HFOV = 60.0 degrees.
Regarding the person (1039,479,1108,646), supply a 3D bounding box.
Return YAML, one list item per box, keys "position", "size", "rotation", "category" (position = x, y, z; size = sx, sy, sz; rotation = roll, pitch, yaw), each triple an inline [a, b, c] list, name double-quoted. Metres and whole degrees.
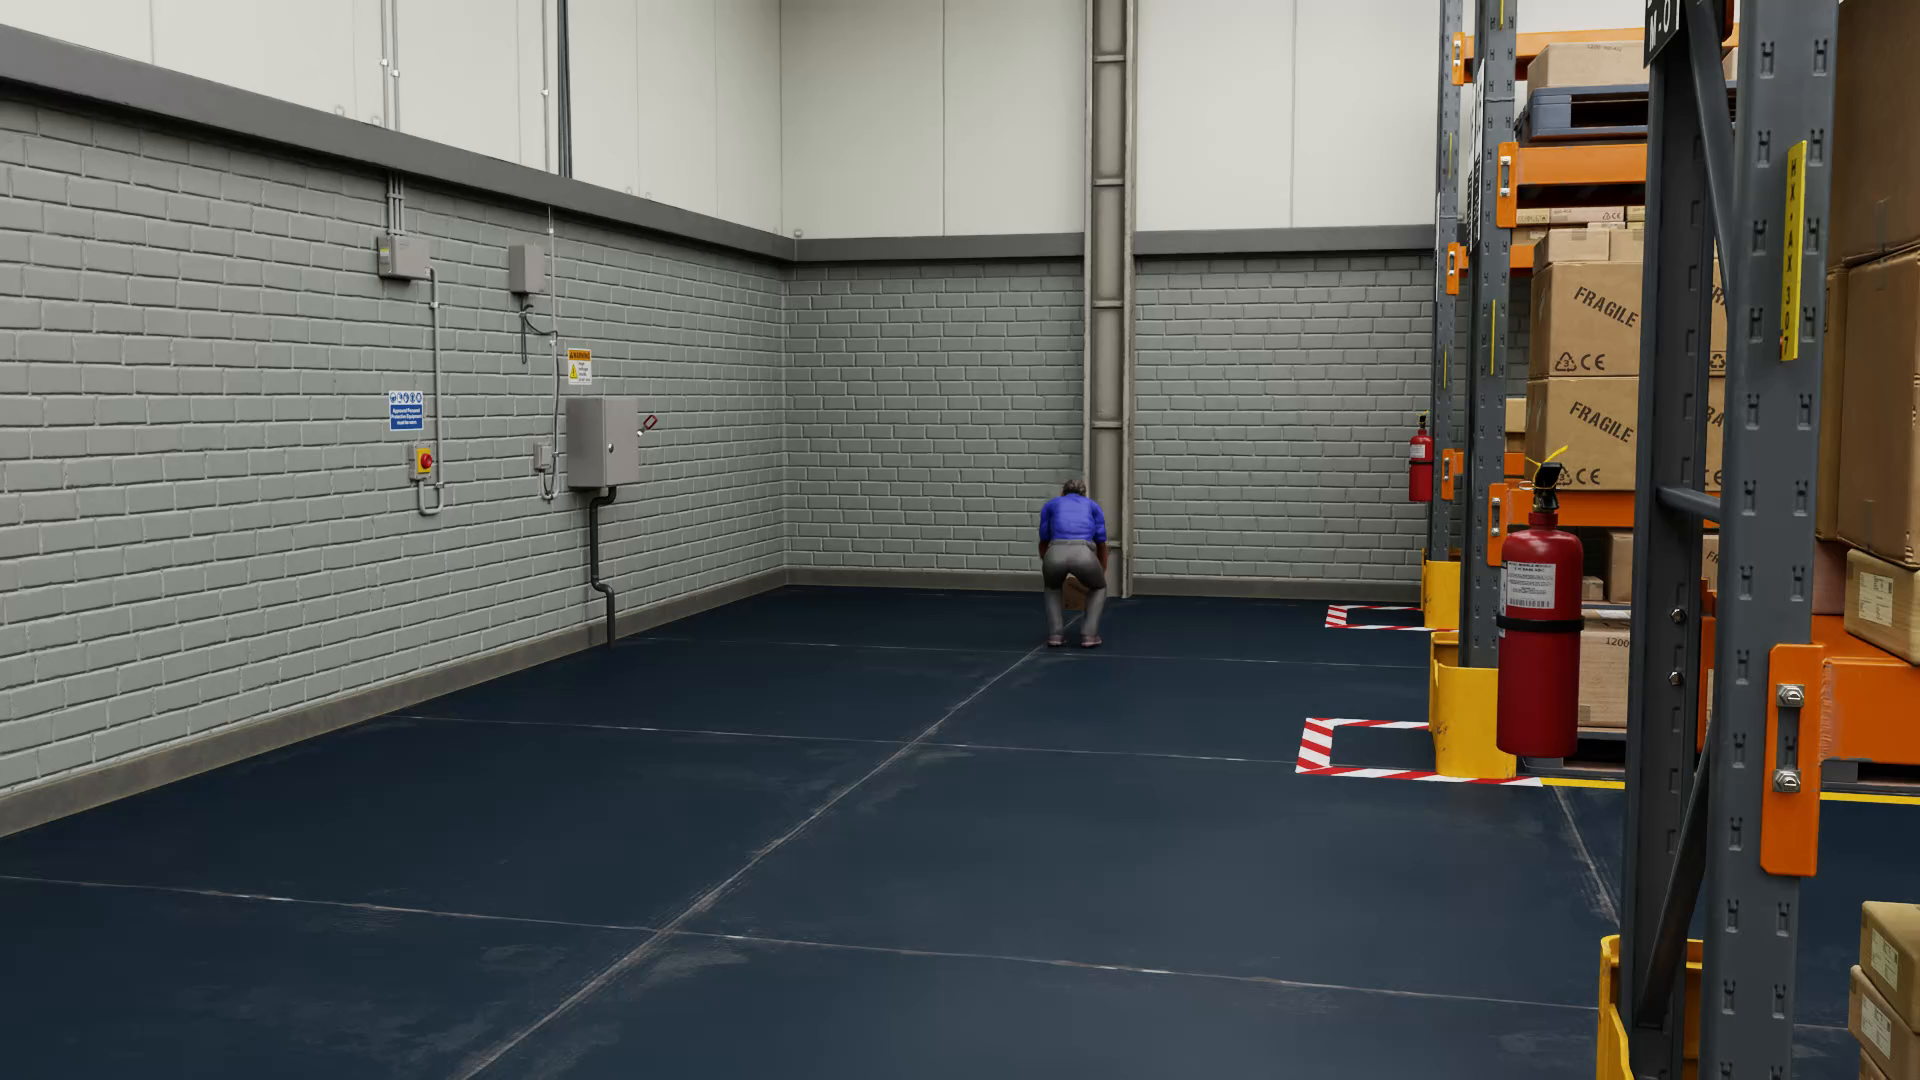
- position: [0.760, 0.160, 11.507]
  size: [0.497, 1.139, 0.732]
  rotation: [1, 5, 14]
  category: "person"
